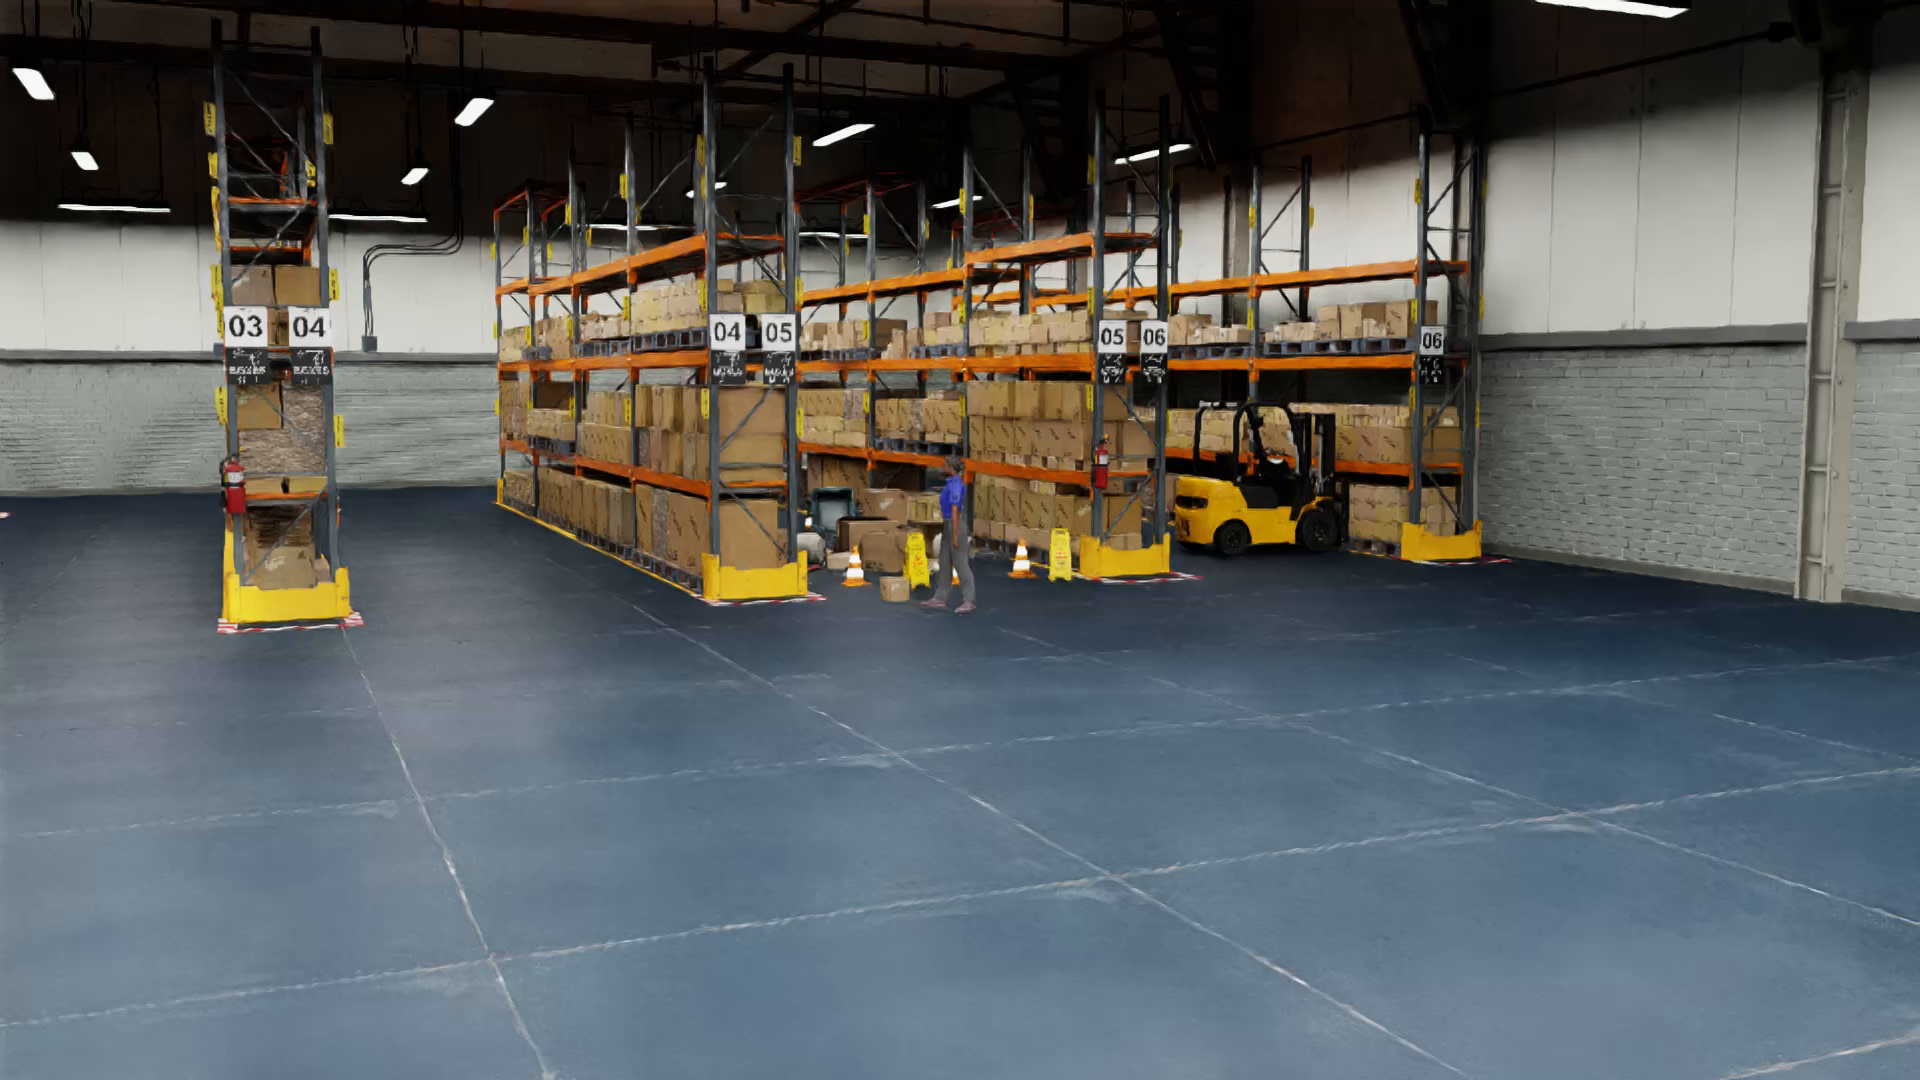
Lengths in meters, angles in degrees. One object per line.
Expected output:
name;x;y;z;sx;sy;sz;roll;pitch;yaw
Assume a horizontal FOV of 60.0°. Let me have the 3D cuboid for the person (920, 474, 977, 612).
person;-0.125;0.021;17.670;0.595;1.450;0.519;0;6;-5
